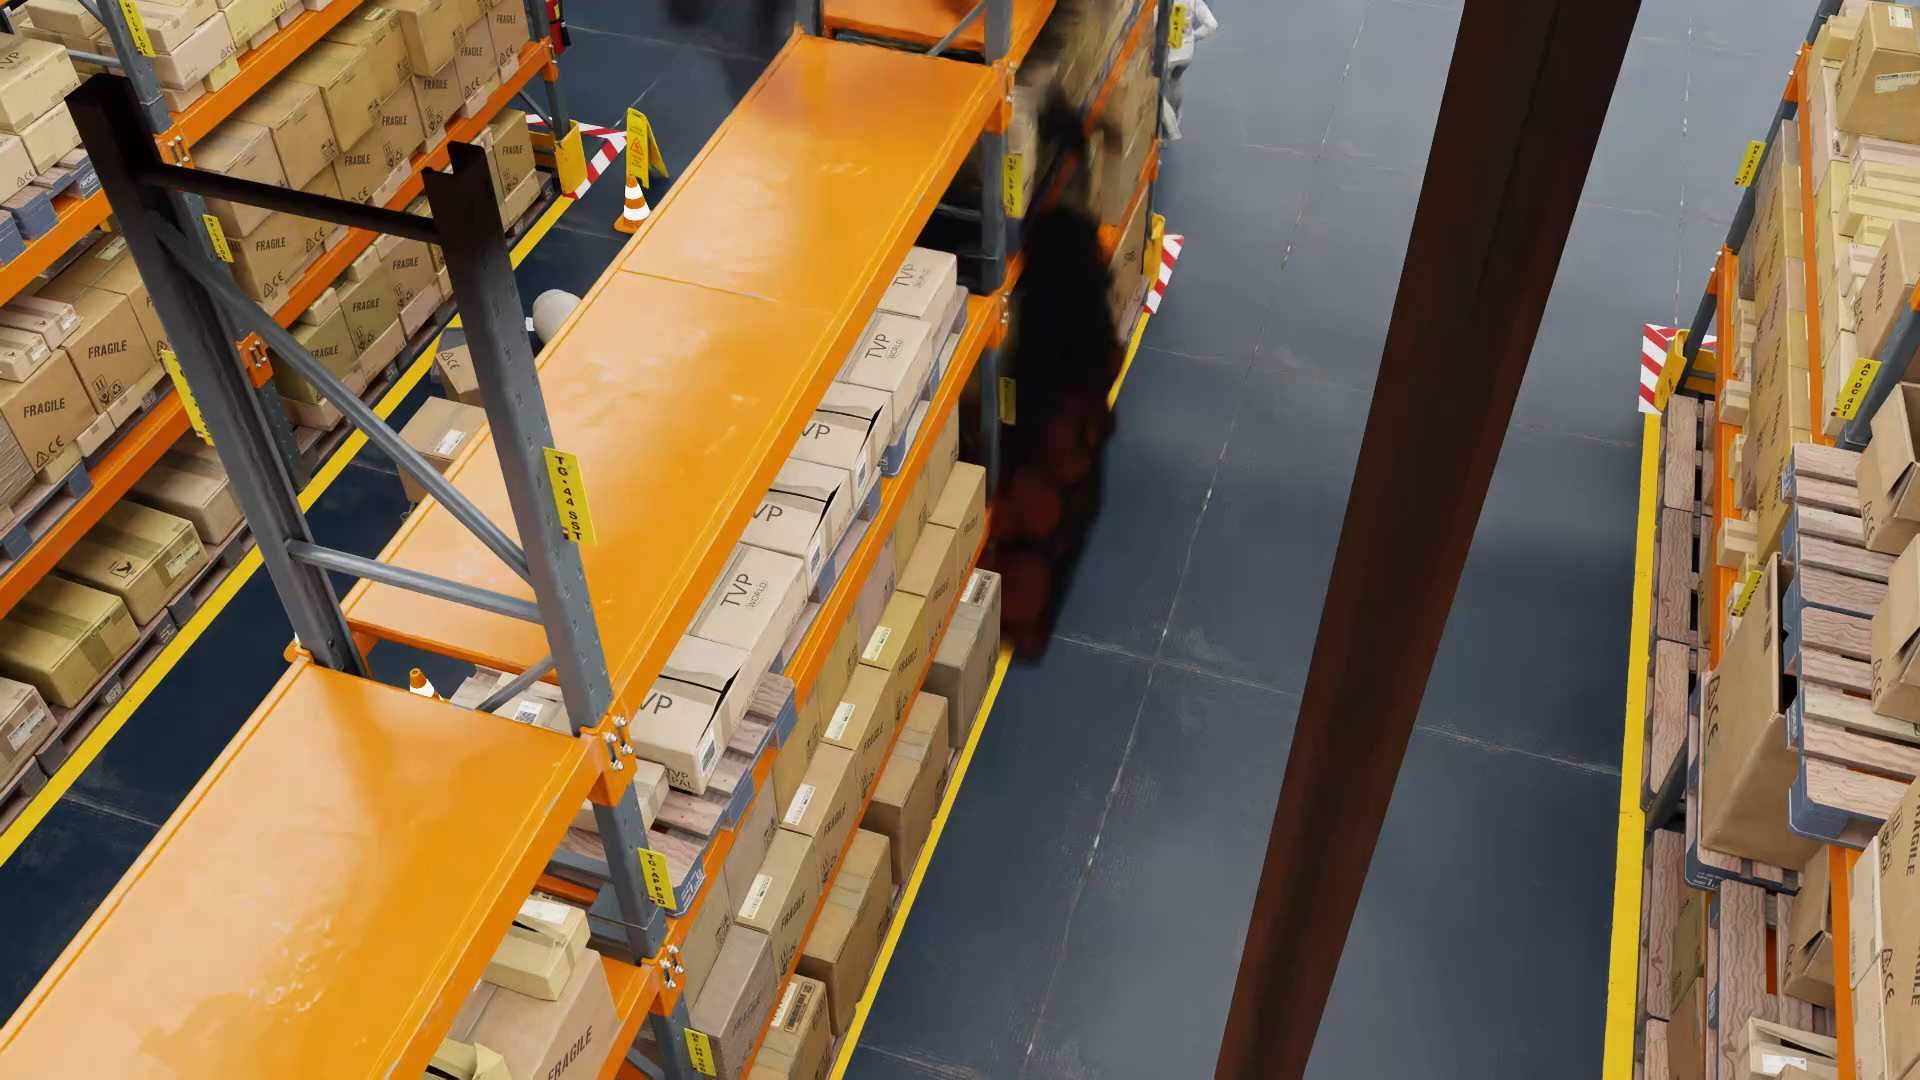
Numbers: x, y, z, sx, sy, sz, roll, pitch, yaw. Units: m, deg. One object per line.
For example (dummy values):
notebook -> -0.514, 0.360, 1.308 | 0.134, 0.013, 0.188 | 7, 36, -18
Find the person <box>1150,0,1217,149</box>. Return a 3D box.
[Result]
person -> 1.768, -4.056, 13.968 | 0.641, 1.678, 0.826 | -14, 47, -13
